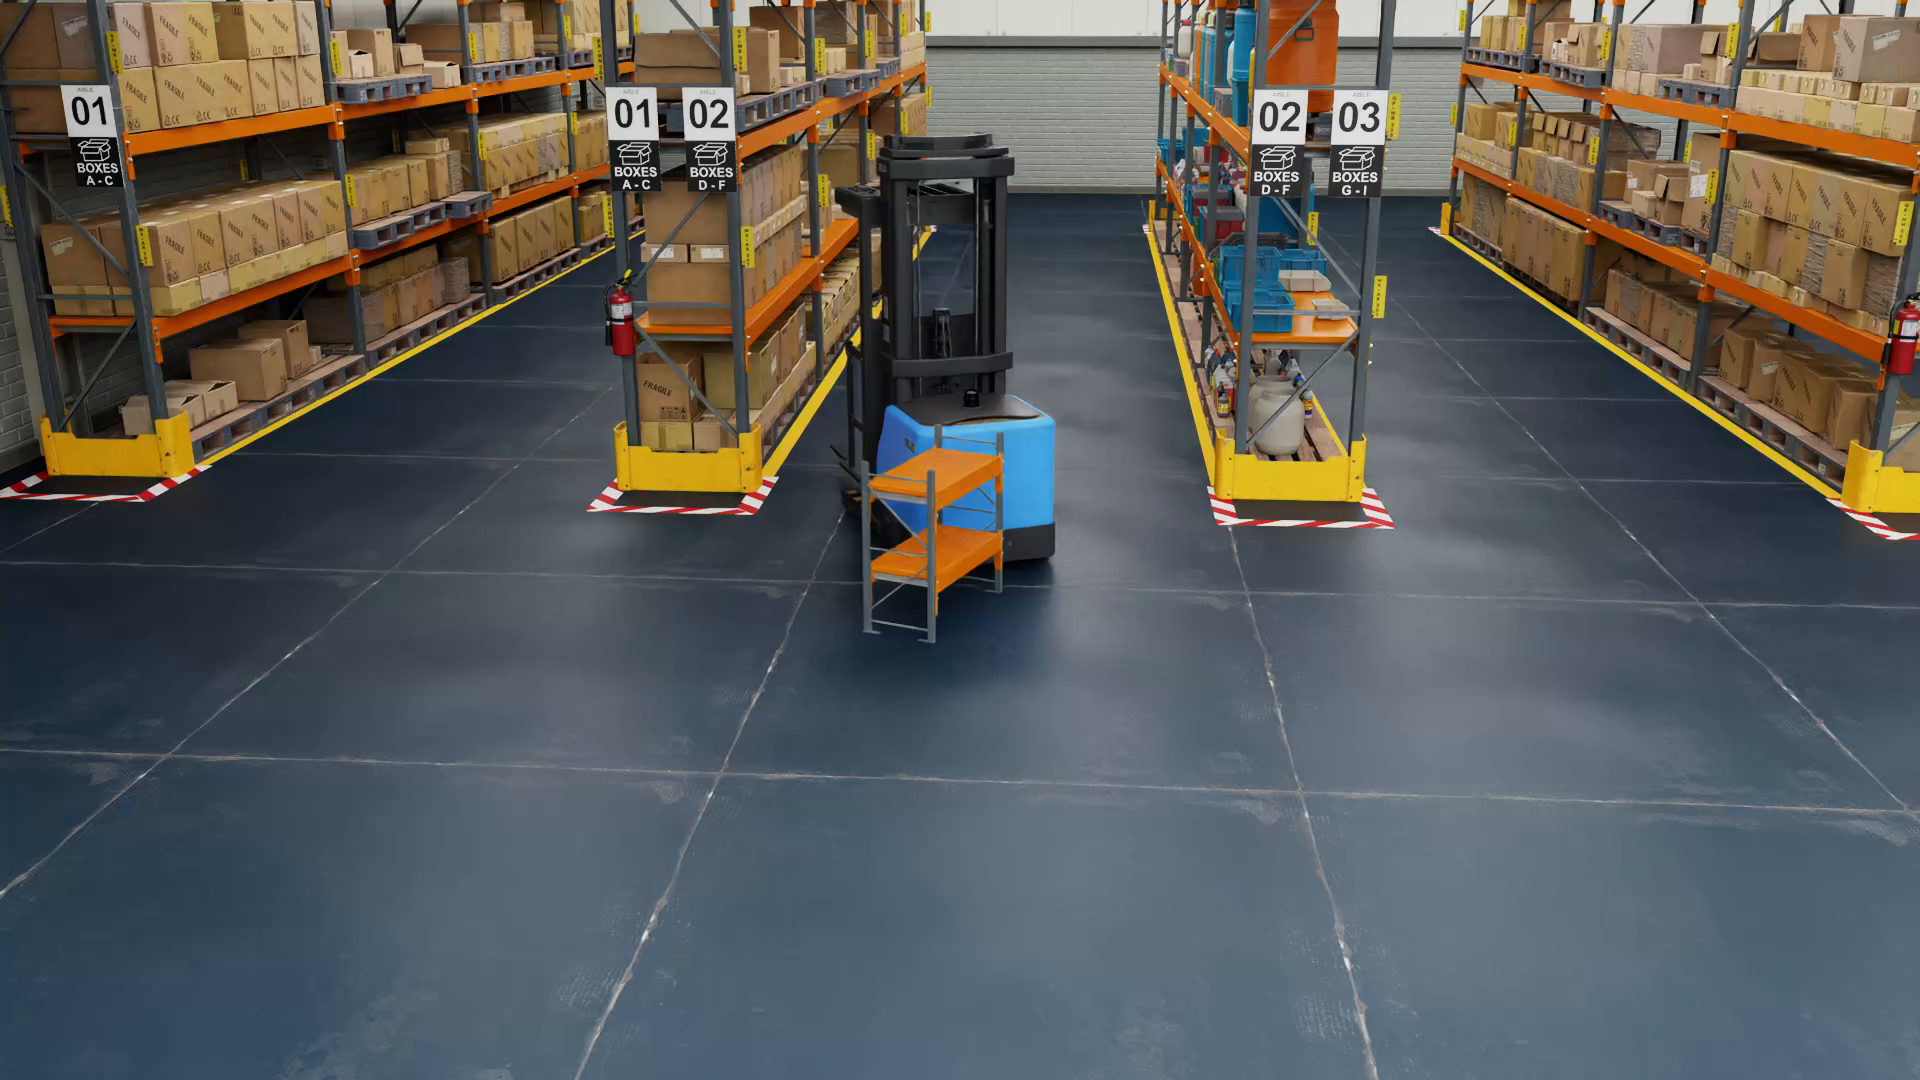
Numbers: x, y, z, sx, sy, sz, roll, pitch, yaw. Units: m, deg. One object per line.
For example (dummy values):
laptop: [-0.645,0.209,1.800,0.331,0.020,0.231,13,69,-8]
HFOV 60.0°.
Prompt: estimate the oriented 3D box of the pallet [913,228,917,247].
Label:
pallet: [-1.239,-4.879,26.973,1.003,0.211,1.213,1,18,4]

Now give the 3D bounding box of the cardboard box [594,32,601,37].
cardboard box: [-5.923,-7.848,26.144,0.500,0.250,0.500,1,18,2]

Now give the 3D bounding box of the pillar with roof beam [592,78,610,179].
pillar with roof beam: [-2.404,-10.575,30.245,9.100,9.000,0.400,1,18,4]

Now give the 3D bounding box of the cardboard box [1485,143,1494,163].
cardboard box: [8.347,-5.921,25.438,0.500,0.250,0.500,2,18,5]

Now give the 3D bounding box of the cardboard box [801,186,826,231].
cardboard box: [-1.803,-3.731,18.831,0.500,0.500,0.500,1,18,4]

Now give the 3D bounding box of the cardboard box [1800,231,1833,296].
cardboard box: [7.708,-2.333,14.087,0.875,0.500,0.500,1,18,4]

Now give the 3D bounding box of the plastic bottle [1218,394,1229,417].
plastic bottle: [2.400,-1.232,15.152,0.097,0.201,0.097,0,18,0]

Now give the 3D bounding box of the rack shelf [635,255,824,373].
rack shelf: [-2.091,-2.163,15.362,1.077,0.370,4.000,1,18,4]

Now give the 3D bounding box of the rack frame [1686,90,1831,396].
rack frame: [7.933,-2.904,16.468,1.000,3.000,0.127,1,18,4]

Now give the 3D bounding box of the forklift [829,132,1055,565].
forklift: [-0.293,-1.602,12.606,1.130,2.935,3.031,-6,19,-19]

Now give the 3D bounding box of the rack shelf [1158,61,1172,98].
rack shelf: [3.710,-7.204,25.928,1.077,0.370,4.000,1,18,4]

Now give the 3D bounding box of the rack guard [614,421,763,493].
rack guard: [-2.236,-0.688,13.721,1.175,0.500,0.348,1,18,4]

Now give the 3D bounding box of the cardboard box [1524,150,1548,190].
cardboard box: [8.189,-5.142,23.139,0.500,0.500,0.500,1,18,4]

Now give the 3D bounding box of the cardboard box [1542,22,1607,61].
cardboard box: [8.475,-6.881,22.952,0.700,0.500,0.500,2,18,5]

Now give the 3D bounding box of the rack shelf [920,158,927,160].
rack shelf: [-1.231,-5.890,26.737,1.077,0.370,4.000,1,18,4]

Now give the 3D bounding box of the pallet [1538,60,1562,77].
pallet: [8.490,-6.437,22.741,0.805,0.209,1.217,1,18,2]

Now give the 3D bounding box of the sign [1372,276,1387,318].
sign: [3.254,-1.890,12.929,0.100,0.325,0.005,1,18,4]

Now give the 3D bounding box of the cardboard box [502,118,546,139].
cardboard box: [-6.176,-5.807,23.453,0.500,0.250,0.500,2,18,5]

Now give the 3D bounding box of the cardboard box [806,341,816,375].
cardboard box: [-1.763,-1.870,17.054,0.500,0.250,0.500,1,18,4]

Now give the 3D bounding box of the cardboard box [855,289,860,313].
cardboard box: [-1.489,-2.932,20.296,0.500,0.250,0.500,1,18,3]

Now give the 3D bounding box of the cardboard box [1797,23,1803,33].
cardboard box: [13.354,-8.013,26.040,0.380,0.149,0.250,1,18,4]

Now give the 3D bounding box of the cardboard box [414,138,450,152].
cardboard box: [-6.597,-4.935,20.757,0.380,0.149,0.250,-1,18,-3]

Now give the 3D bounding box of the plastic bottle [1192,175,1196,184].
plastic bottle: [3.122,-4.746,22.276,0.061,0.283,0.133,1,18,4]

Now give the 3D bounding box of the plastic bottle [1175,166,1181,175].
plastic bottle: [3.091,-5.154,23.540,0.097,0.271,0.097,0,18,0]

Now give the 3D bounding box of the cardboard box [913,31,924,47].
cardboard box: [-0.870,-8.280,27.494,0.500,0.250,0.500,1,18,4]

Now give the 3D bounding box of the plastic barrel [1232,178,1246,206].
plastic barrel: [3.419,-3.986,19.589,0.421,0.512,0.421,0,18,0]

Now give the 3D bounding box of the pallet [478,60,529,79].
pallet: [-6.532,-6.362,22.508,1.003,0.211,1.213,2,18,6]

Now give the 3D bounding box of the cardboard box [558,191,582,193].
cardboard box: [-6.295,-5.553,26.852,0.380,0.149,0.250,1,18,4]

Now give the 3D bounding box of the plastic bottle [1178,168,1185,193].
plastic bottle: [3.041,-4.871,22.550,0.144,0.351,0.185,1,18,4]

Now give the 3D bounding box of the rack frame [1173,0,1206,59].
rack frame: [3.566,-8.350,23.454,1.000,3.000,0.127,1,18,4]

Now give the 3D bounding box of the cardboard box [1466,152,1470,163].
cardboard box: [8.386,-6.168,26.834,0.380,0.149,0.250,1,18,3]

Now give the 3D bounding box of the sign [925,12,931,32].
sign: [-0.535,-8.681,27.858,0.100,0.325,0.005,1,18,4]

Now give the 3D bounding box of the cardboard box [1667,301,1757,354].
cardboard box: [8.051,-2.263,17.820,0.700,0.500,0.500,1,18,4]

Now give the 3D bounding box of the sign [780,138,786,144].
sign: [-2.203,-4.890,20.797,0.100,0.325,0.005,1,18,4]

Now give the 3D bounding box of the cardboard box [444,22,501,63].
cardboard box: [-6.586,-6.649,22.213,0.700,0.500,0.500,2,18,7]

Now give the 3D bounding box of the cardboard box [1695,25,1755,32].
cardboard box: [8.358,-5.390,18.274,0.500,0.500,0.500,2,18,5]

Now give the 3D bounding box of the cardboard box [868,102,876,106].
cardboard box: [-1.562,-6.455,25.540,0.500,0.500,0.500,1,18,3]

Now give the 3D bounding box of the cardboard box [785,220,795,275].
cardboard box: [-2.004,-2.872,16.209,0.700,0.500,0.500,1,18,3]

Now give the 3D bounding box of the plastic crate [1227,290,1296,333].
plastic crate: [2.443,-1.863,13.532,0.499,0.251,0.616,1,18,4]

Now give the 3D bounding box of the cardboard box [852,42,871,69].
cardboard box: [-1.627,-6.136,21.354,0.910,0.500,0.500,1,18,4]

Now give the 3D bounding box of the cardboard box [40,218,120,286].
cardboard box: [-7.354,-2.439,14.053,0.500,0.500,0.500,1,18,3]

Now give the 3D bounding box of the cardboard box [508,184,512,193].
cardboard box: [-6.312,-4.785,22.581,0.380,0.149,0.250,2,18,5]

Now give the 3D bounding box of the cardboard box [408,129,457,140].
cardboard box: [-6.828,-5.179,21.537,0.500,0.250,0.500,2,18,5]

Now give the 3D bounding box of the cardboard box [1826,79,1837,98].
cardboard box: [7.521,-3.786,13.944,0.380,0.149,0.250,0,18,1]

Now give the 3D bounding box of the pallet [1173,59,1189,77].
pallet: [3.608,-6.589,23.200,1.213,0.211,1.003,1,18,4]

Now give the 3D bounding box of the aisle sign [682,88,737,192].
aisle sign: [-1.933,-3.092,12.867,0.394,0.787,0.004,1,18,4]

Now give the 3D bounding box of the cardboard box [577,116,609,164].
cardboard box: [-6.160,-6.484,26.911,0.980,0.700,0.700,0,18,1]

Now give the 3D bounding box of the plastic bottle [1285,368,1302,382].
plastic bottle: [3.182,-1.512,15.889,0.152,0.276,0.135,2,18,5]

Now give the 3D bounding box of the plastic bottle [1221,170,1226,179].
plastic bottle: [3.663,-4.993,23.051,0.097,0.271,0.097,0,18,0]

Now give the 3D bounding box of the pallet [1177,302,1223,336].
pallet: [3.185,-2.692,20.299,1.003,0.211,1.213,1,18,4]

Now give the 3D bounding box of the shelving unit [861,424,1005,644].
shelving unit: [-0.162,-0.063,10.809,0.538,1.125,1.048,9,20,24]

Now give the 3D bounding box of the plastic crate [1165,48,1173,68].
plastic crate: [3.386,-7.429,25.651,0.437,0.282,0.530,1,18,4]

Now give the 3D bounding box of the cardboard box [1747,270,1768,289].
cardboard box: [7.529,-2.414,15.377,0.380,0.149,0.250,1,18,4]

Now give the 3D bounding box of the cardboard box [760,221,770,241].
cardboard box: [-1.901,-2.757,14.816,0.380,0.149,0.250,1,18,3]
